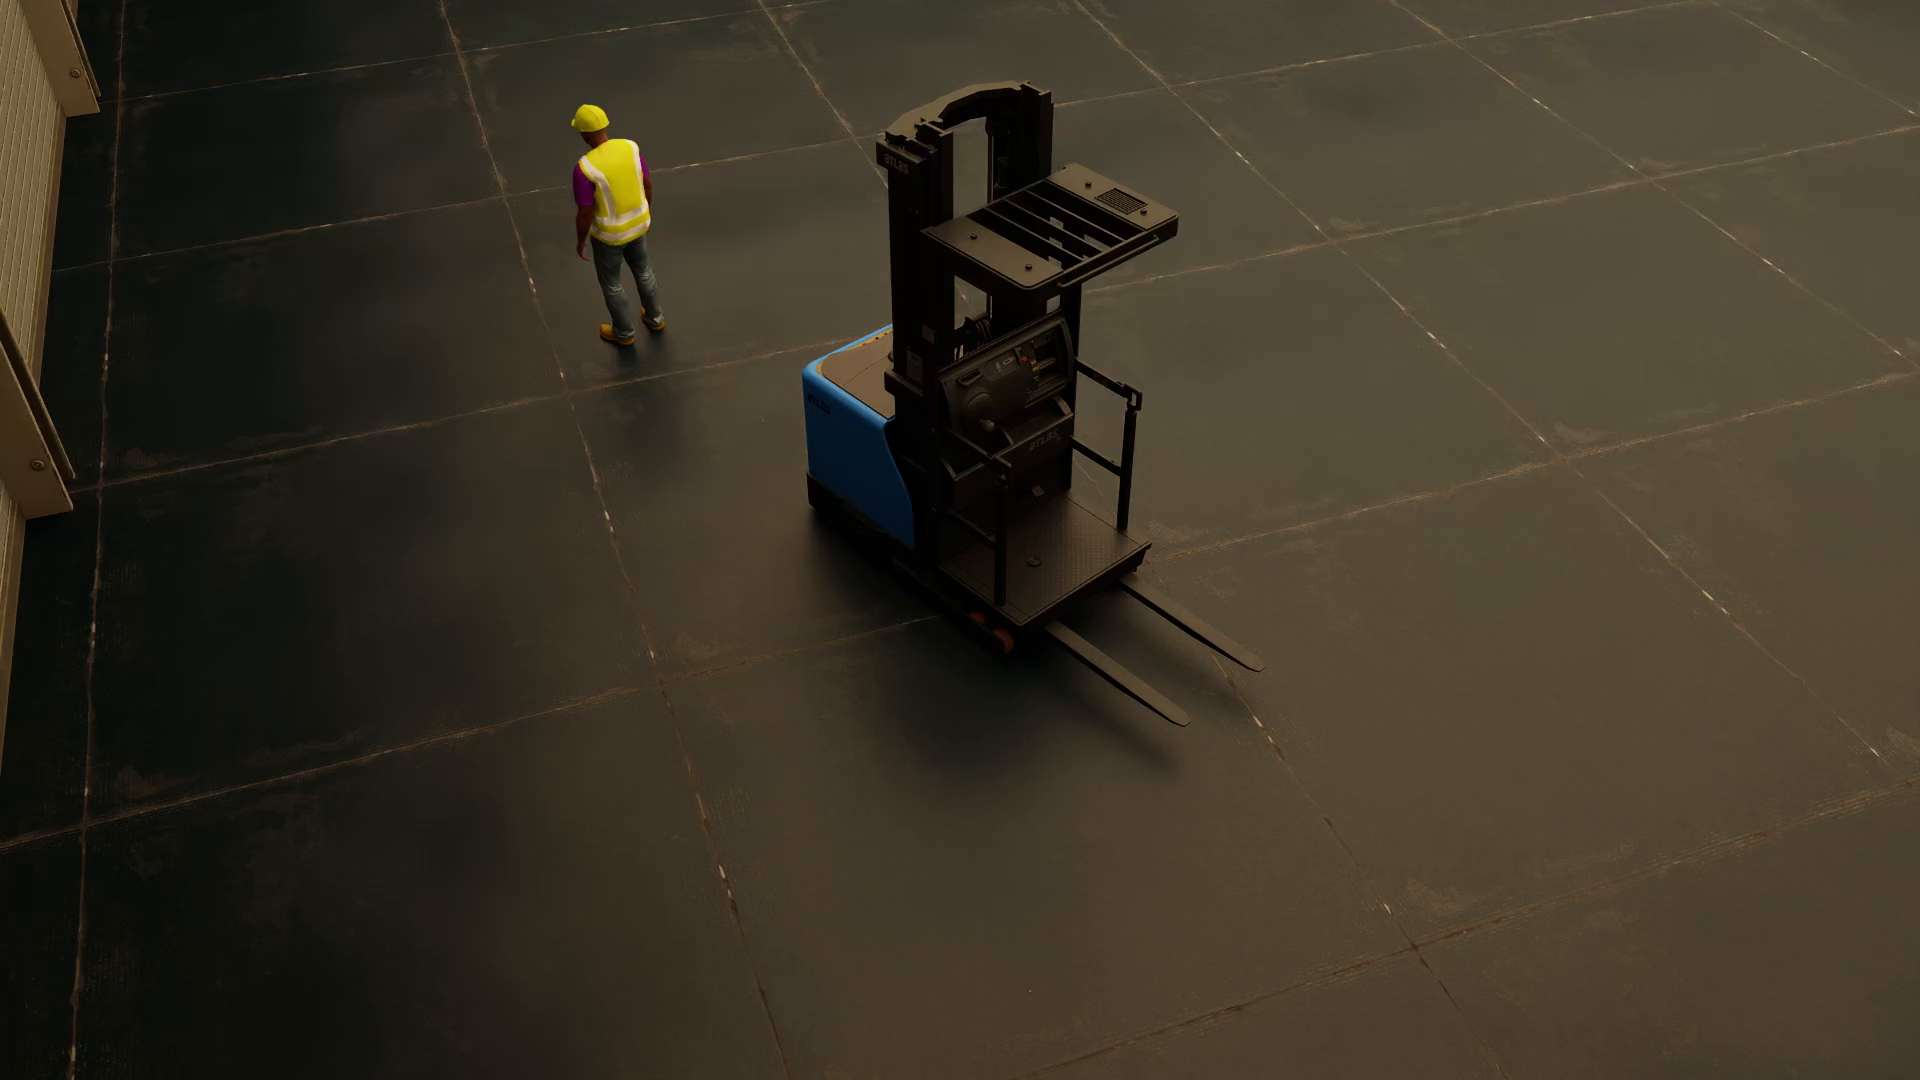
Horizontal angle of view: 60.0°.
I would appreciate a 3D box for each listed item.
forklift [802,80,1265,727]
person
[{"bbox_3d":[0.409,-0.833,8.988,1.130,2.935,3.031,-30,49,-31],"label":"forklift"},{"bbox_3d":[-2.384,-2.170,11.497,0.454,1.757,0.636,31,49,32],"label":"person"}]
